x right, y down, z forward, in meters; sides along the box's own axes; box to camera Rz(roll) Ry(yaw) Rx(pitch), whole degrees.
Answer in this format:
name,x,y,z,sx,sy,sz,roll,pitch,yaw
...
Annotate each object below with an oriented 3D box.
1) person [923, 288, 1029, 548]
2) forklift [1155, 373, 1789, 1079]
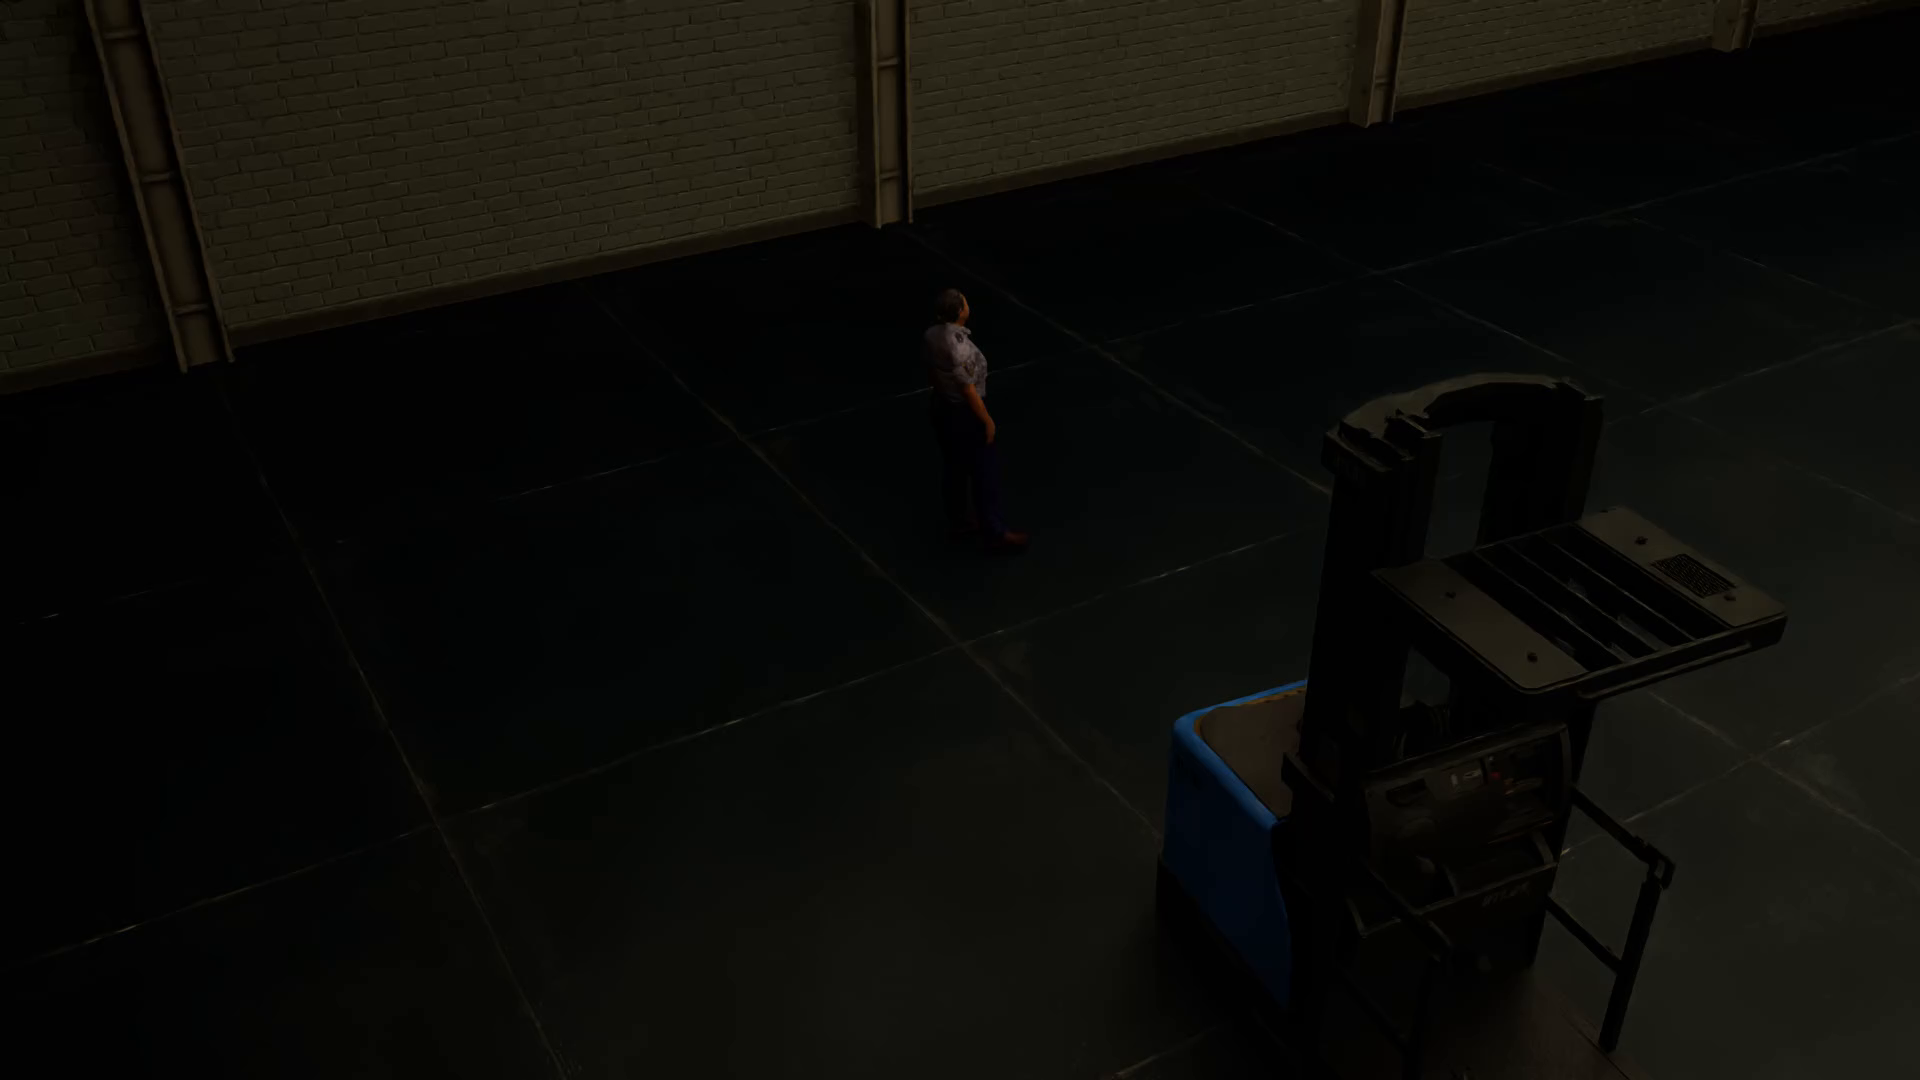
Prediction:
name,x,y,z,sx,sy,sz,roll,pitch,yaw
person,0.089,-0.755,10.079,0.502,1.637,0.599,-17,35,-26
forklift,1.966,1.010,5.961,1.130,2.935,3.031,-13,33,-21
